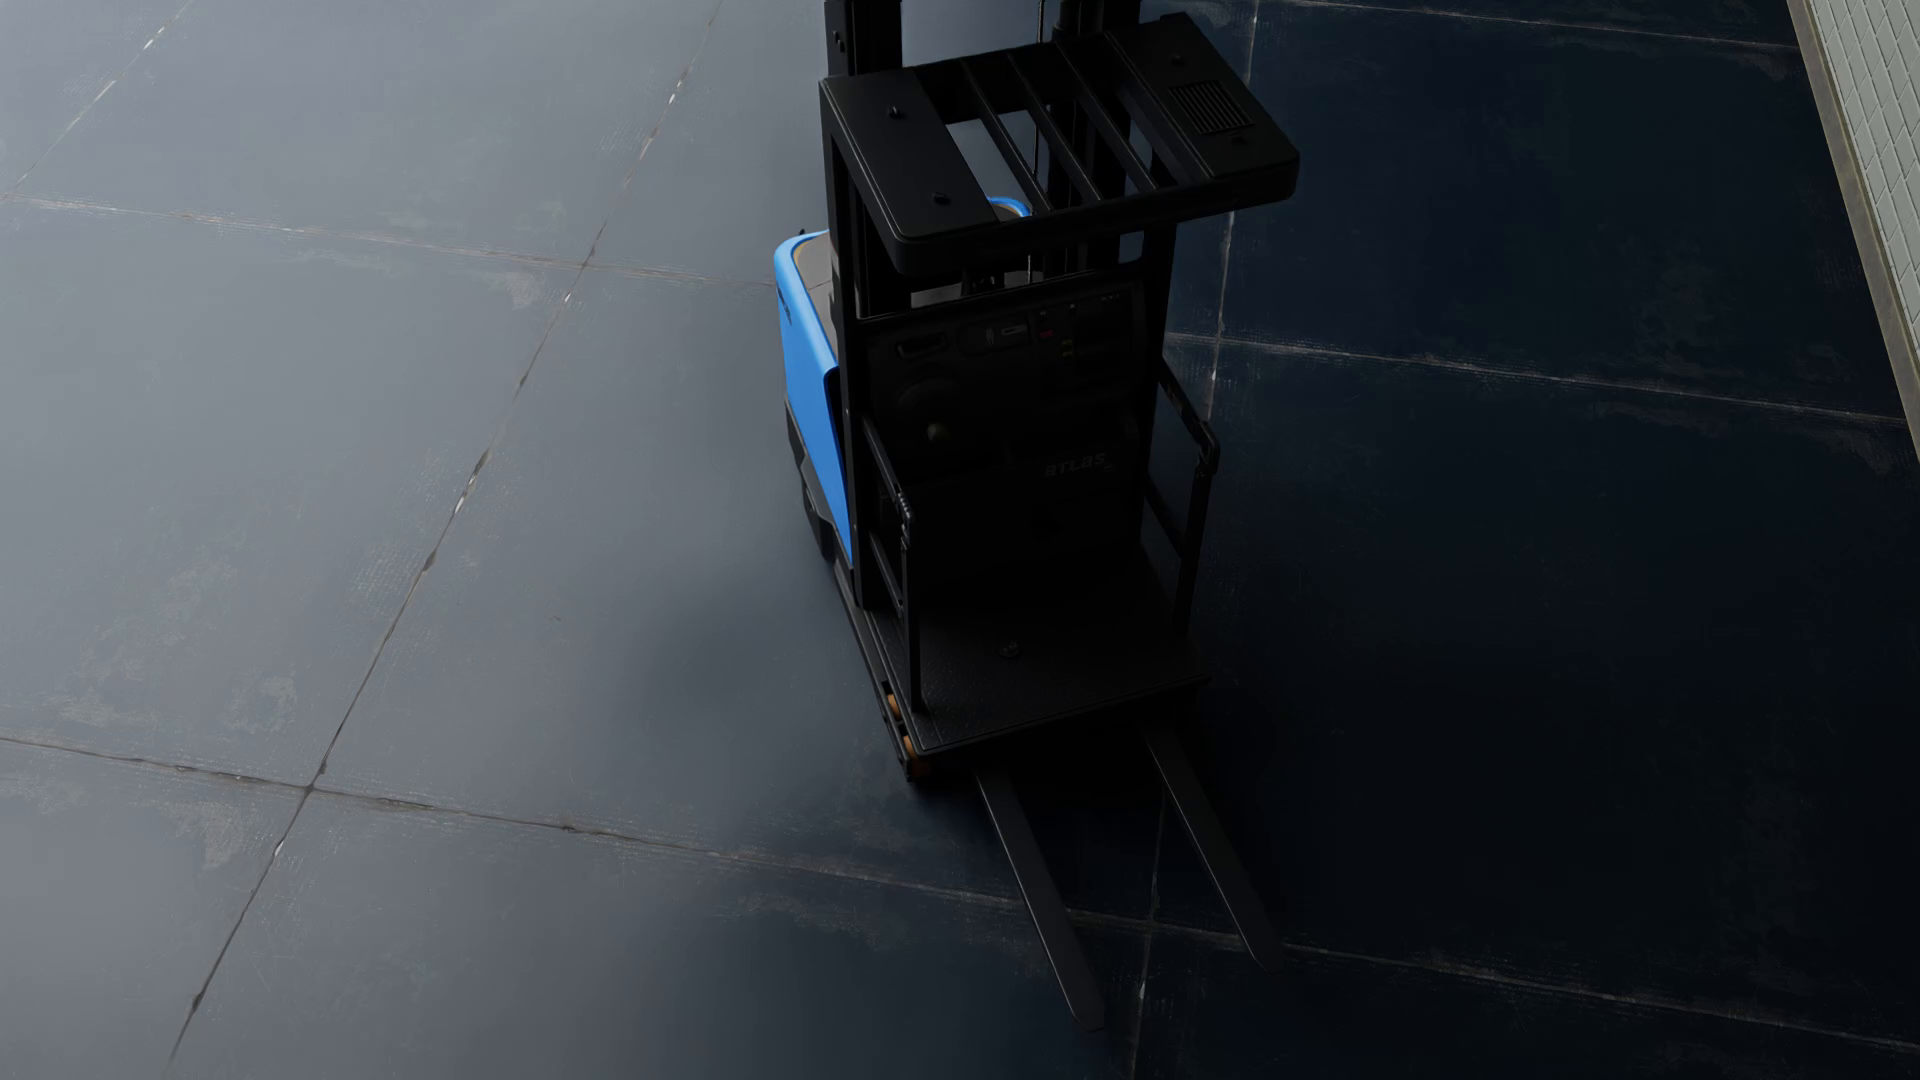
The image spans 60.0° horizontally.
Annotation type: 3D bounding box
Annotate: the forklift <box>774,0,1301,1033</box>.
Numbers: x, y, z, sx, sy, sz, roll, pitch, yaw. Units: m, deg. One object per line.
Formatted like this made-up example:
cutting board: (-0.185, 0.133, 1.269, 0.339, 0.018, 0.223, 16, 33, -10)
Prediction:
forklift: (0.227, -0.474, 5.177, 1.130, 2.935, 3.031, -14, 50, -12)

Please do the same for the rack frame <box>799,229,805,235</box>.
rack frame: (-0.526, -0.961, 6.981, 0.240, 0.900, 0.006, -14, 50, -12)

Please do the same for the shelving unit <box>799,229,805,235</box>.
shelving unit: (-0.494, -0.889, 6.916, 0.258, 0.900, 0.210, -14, 50, -12)
